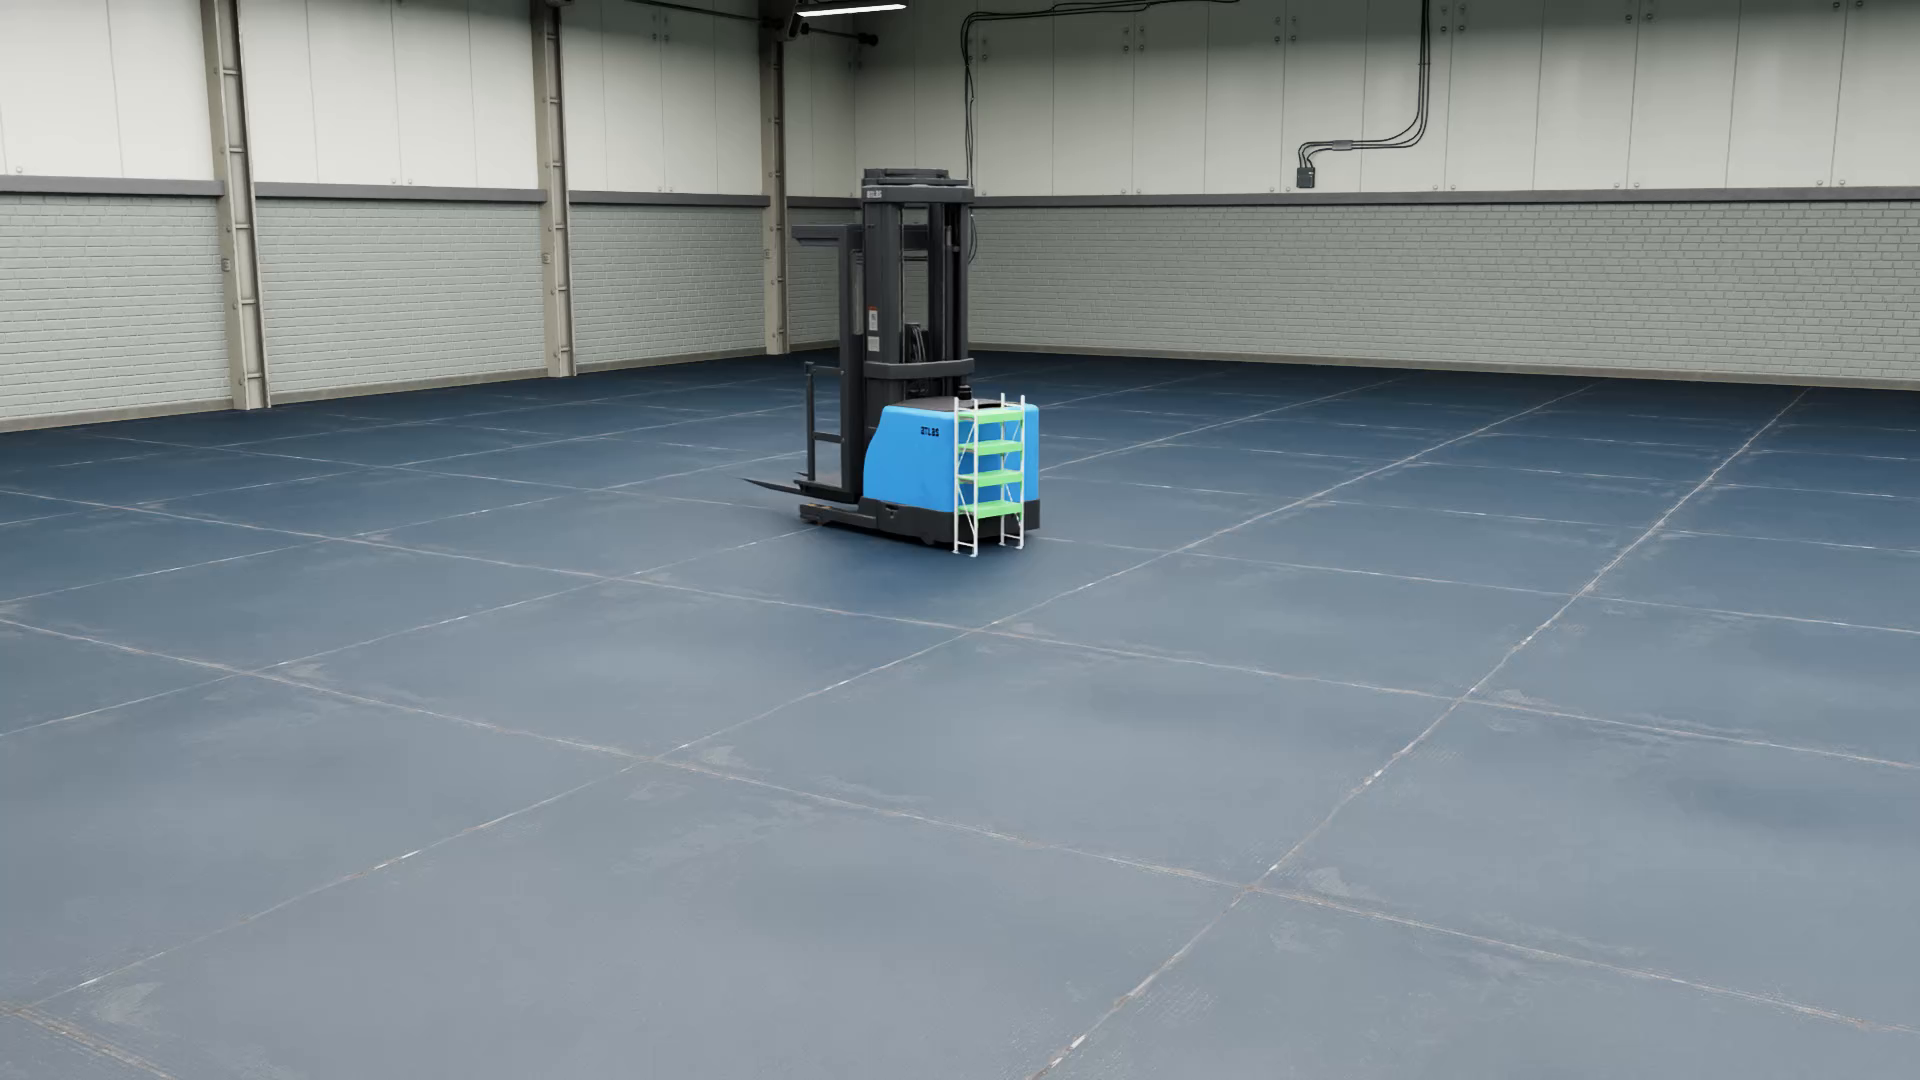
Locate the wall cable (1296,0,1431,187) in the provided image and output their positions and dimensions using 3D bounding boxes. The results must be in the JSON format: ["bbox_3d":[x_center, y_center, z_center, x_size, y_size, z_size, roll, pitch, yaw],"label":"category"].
[{"bbox_3d":[7.113,-9.252,29.093,2.305,6.003,0.169,6,12,31],"label":"wall cable"}]

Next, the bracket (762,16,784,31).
[{"bbox_3d":[-3.564,-9.823,31.603,0.235,0.232,0.430,6,12,31],"label":"bracket"}]

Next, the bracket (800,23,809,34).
[{"bbox_3d":[-3.134,-9.954,32.300,0.235,0.232,0.430,6,12,31],"label":"bracket"}]

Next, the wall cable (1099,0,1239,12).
[{"bbox_3d":[3.964,-11.128,30.706,3.097,2.526,0.112,6,12,31],"label":"wall cable"}]

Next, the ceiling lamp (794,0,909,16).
[{"bbox_3d":[-1.599,-9.961,26.257,2.000,3.185,0.800,6,12,31],"label":"ceiling lamp"}]

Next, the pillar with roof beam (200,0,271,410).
[{"bbox_3d":[-6.203,-5.854,20.186,9.100,9.000,0.400,6,12,31],"label":"pillar with roof beam"}]

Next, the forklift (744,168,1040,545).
[{"bbox_3d":[-0.712,-1.613,14.017,1.130,2.935,3.031,-9,14,-41],"label":"forklift"}]

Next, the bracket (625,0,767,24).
[{"bbox_3d":[-4.902,-9.418,29.438,0.076,0.066,4.783,6,12,31],"label":"bracket"}]

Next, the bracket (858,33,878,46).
[{"bbox_3d":[-1.903,-10.326,34.291,0.235,0.232,0.430,6,12,31],"label":"bracket"}]

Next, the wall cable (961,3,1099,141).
[{"bbox_3d":[1.319,-9.188,32.704,3.097,2.526,0.112,6,12,31],"label":"wall cable"}]

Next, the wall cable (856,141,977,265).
[{"bbox_3d":[-0.993,-6.964,34.549,3.097,2.526,0.112,6,12,31],"label":"wall cable"}]

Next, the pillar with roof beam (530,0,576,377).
[{"bbox_3d":[-3.088,-6.798,25.226,9.100,9.000,0.548,6,12,31],"label":"pillar with roof beam"}]

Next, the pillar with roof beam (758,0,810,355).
[{"bbox_3d":[0.027,-7.742,30.267,9.100,9.000,0.548,6,12,31],"label":"pillar with roof beam"}]

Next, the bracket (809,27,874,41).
[{"bbox_3d":[-2.210,-10.233,33.795,0.076,0.066,3.189,6,12,31],"label":"bracket"}]

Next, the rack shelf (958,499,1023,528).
[{"bbox_3d":[0.226,-0.207,12.863,0.480,0.148,0.258,-9,14,-41],"label":"rack shelf"}]

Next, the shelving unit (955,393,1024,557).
[{"bbox_3d":[0.226,-0.506,12.806,0.503,1.200,0.258,-9,14,-41],"label":"shelving unit"}]

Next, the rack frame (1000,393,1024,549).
[{"bbox_3d":[0.408,-0.536,12.967,0.015,1.200,0.240,-9,14,-41],"label":"rack frame"}]

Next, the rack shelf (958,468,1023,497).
[{"bbox_3d":[0.226,-0.443,12.818,0.480,0.148,0.258,-9,14,-41],"label":"rack shelf"}]

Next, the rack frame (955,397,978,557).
[{"bbox_3d":[0.045,-0.475,12.646,0.015,1.200,0.240,-9,14,-41],"label":"rack frame"}]

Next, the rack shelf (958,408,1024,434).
[{"bbox_3d":[0.227,-0.914,12.729,0.480,0.148,0.258,-9,14,-41],"label":"rack shelf"}]

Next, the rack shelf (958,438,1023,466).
[{"bbox_3d":[0.227,-0.679,12.774,0.480,0.148,0.258,-9,14,-41],"label":"rack shelf"}]
